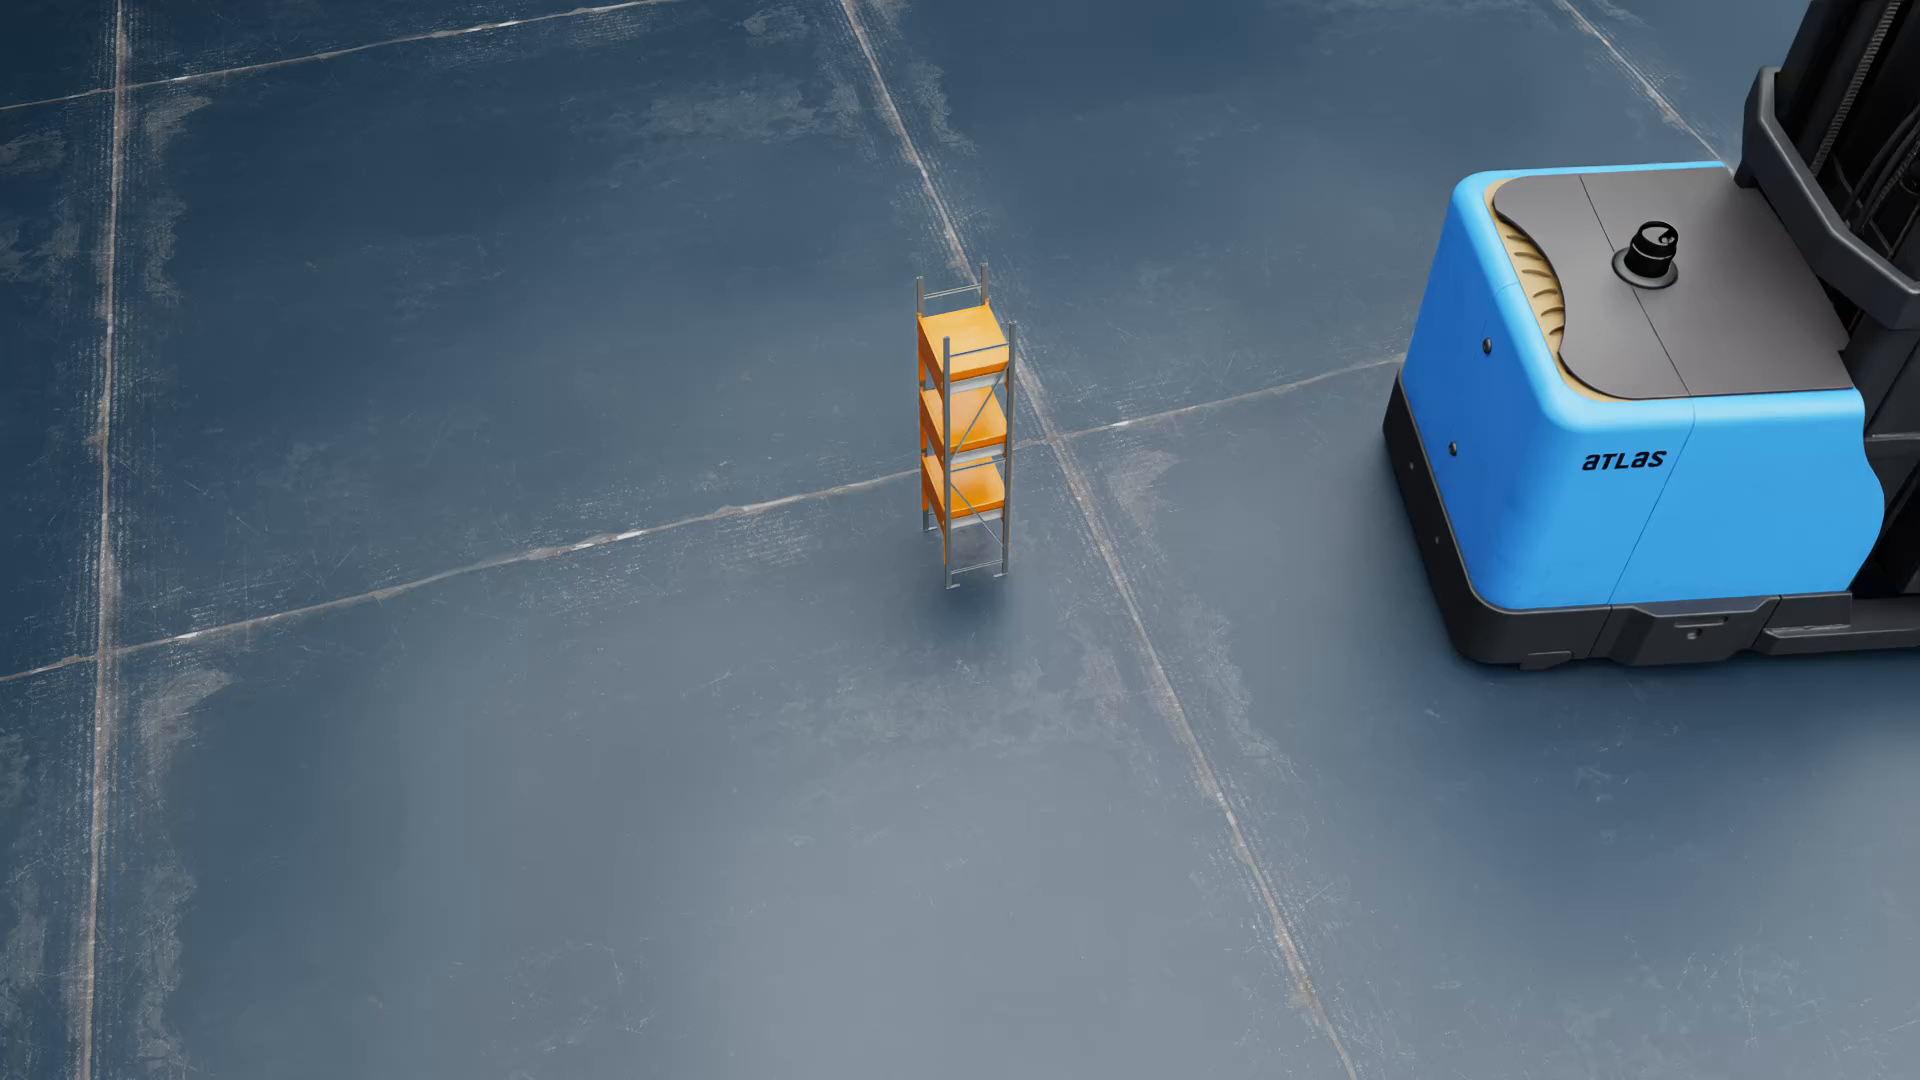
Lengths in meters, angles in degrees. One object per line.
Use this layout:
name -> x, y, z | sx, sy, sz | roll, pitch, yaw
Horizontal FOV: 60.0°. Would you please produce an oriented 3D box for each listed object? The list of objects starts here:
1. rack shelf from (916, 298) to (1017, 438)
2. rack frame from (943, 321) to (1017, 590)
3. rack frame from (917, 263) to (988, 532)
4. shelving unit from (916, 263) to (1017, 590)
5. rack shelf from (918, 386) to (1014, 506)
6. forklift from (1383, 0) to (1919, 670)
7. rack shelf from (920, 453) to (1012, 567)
rack shelf -> 0.016, -0.475, 4.607 | 0.215, 0.259, 0.240 | -13, 51, -11
rack frame -> 0.052, -0.210, 4.741 | 0.200, 1.050, 0.008 | -13, 51, -11
rack frame -> -0.020, -0.388, 4.891 | 0.200, 1.050, 0.008 | -13, 51, -11
shelving unit -> 0.016, -0.299, 4.816 | 0.215, 1.050, 0.252 | -13, 51, -11
rack shelf -> 0.016, -0.292, 4.824 | 0.215, 0.259, 0.240 | -13, 51, -11
forklift -> 2.929, -1.015, 4.188 | 3.031, 2.935, 1.130 | -3, 50, -3
rack shelf -> 0.016, -0.113, 5.036 | 0.215, 0.259, 0.240 | -13, 51, -11
